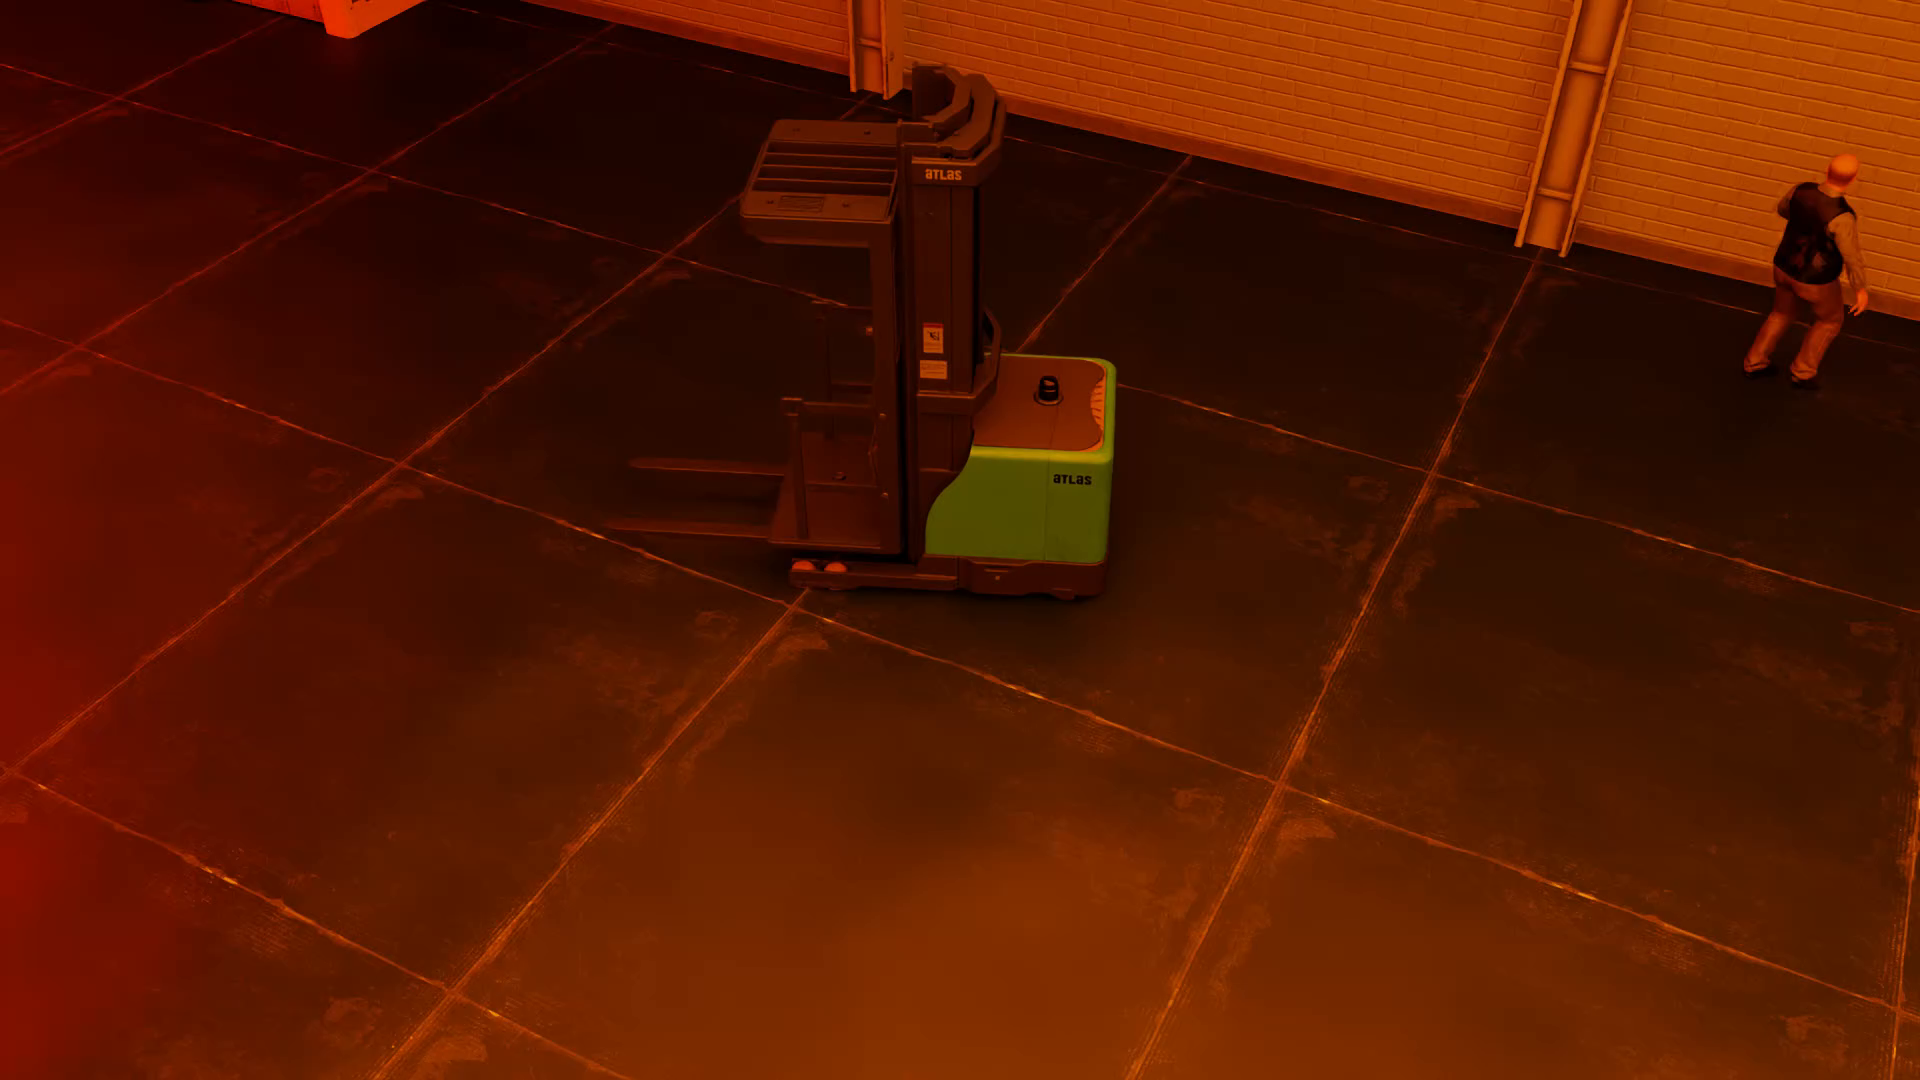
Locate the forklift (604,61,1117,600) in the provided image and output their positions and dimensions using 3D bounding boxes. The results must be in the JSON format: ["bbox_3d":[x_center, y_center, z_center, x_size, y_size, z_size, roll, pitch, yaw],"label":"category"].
[{"bbox_3d":[-0.606,-1.157,9.360,3.031,2.935,1.130,3,40,4],"label":"forklift"}]

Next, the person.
[{"bbox_3d":[5.687,-1.774,11.092,0.499,1.748,0.912,-12,41,-13],"label":"person"}]
